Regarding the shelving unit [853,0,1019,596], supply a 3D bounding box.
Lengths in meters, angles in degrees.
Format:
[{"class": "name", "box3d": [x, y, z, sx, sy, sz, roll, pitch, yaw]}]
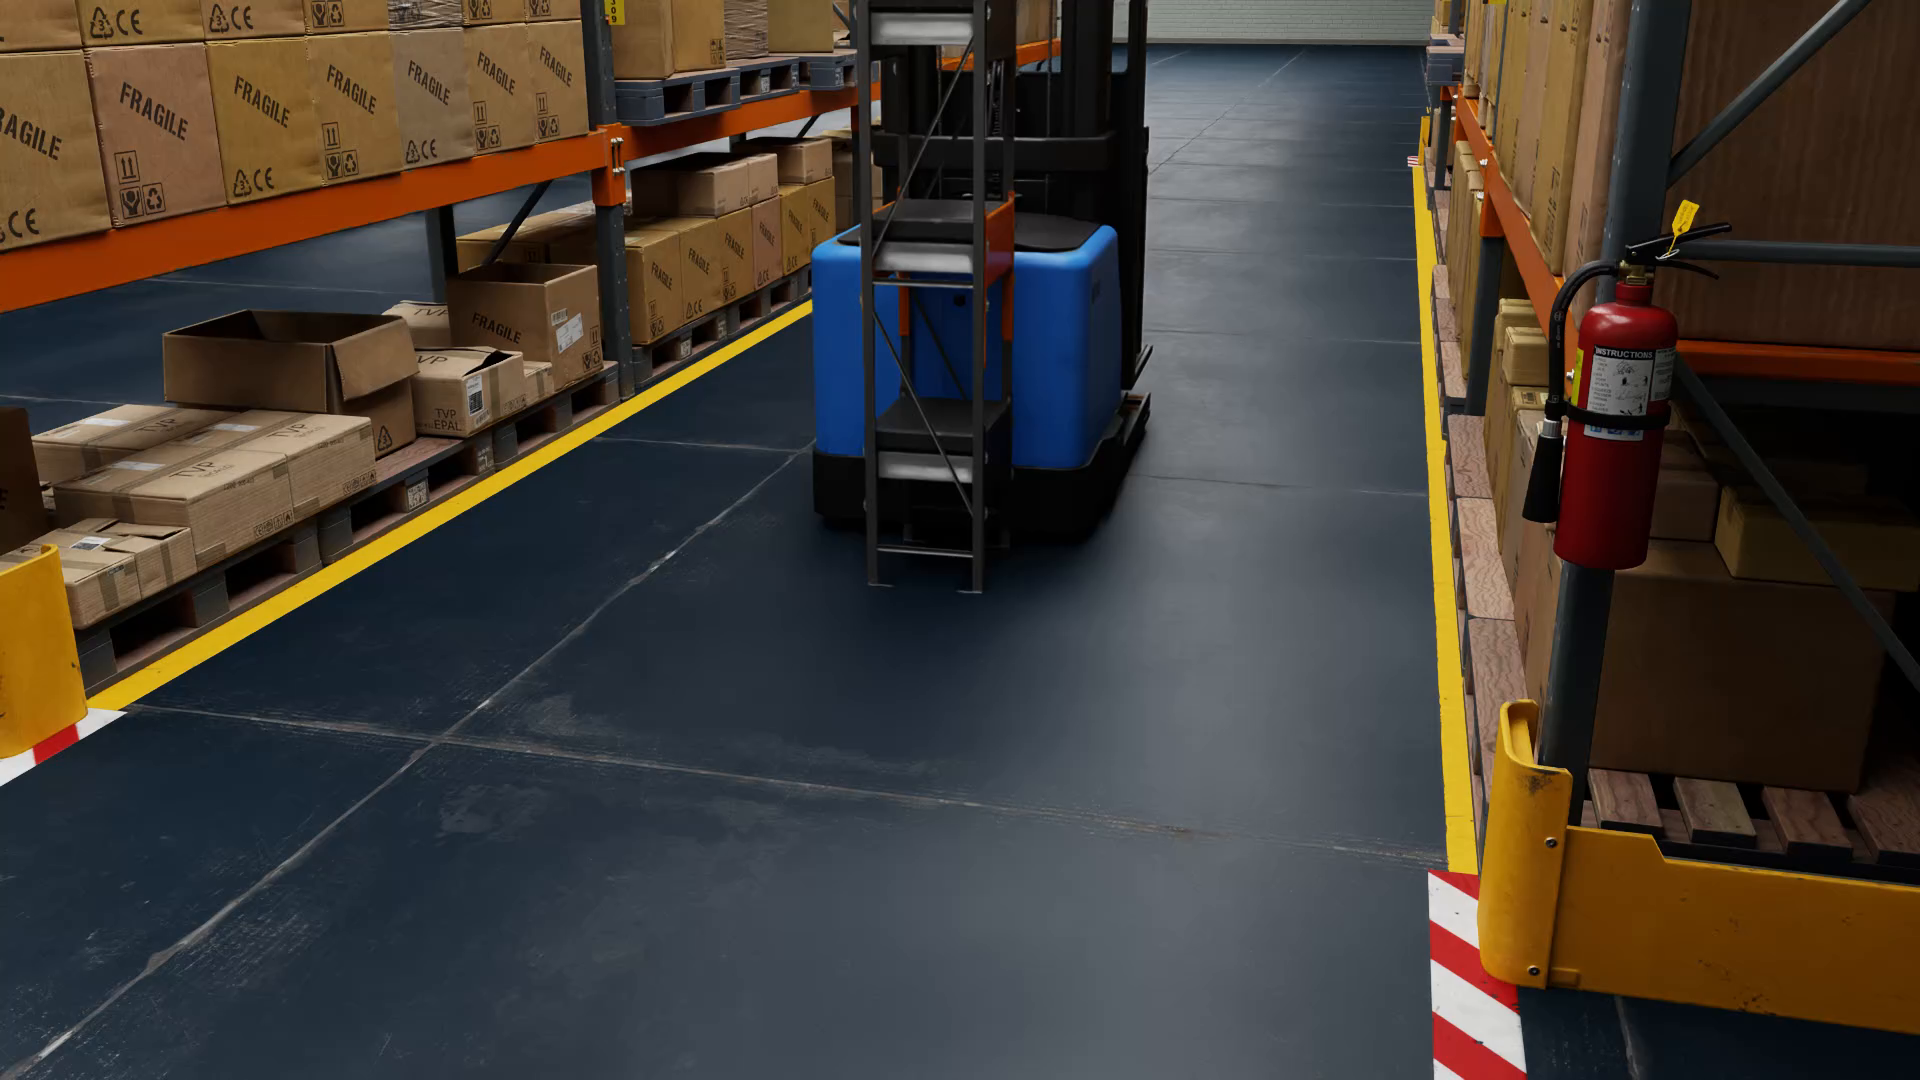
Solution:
[{"class": "shelving unit", "box3d": [-0.066, -0.896, 5.562, 0.431, 2.100, 0.503, 4, 19, 12]}]

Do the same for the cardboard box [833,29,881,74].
[{"class": "cardboard box", "box3d": [-0.733, -3.632, 12.317, 0.500, 0.311, 0.500, 4, 19, 13]}]

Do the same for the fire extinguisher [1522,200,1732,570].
[{"class": "fire extinguisher", "box3d": [1.226, -0.287, 3.085, 0.296, 0.674, 0.183, 5, 19, 13]}]

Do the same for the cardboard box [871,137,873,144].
[{"class": "cardboard box", "box3d": [-0.480, -3.038, 13.177, 0.500, 0.311, 0.500, 4, 19, 12]}]

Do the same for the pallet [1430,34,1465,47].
[{"class": "pallet", "box3d": [4.315, -3.954, 13.419, 1.003, 0.211, 1.213, 5, 19, 13]}]

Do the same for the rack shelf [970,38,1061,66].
[{"class": "rack shelf", "box3d": [0.327, -4.949, 17.149, 1.077, 0.370, 4.000, 5, 19, 13]}]

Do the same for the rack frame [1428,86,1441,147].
[{"class": "rack frame", "box3d": [5.620, -5.526, 17.726, 1.000, 3.000, 0.127, 5, 19, 13]}]

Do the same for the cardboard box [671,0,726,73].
[{"class": "cardboard box", "box3d": [-1.677, -2.752, 8.801, 0.700, 0.500, 0.500, 8, 20, 22]}]

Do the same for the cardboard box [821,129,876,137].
[{"class": "cardboard box", "box3d": [-0.879, -3.234, 13.750, 0.500, 0.311, 0.500, 5, 20, 15]}]

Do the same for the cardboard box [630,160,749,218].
[{"class": "cardboard box", "box3d": [-1.518, -1.981, 9.373, 0.500, 0.250, 0.500, 5, 19, 13]}]

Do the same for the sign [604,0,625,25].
[{"class": "sign", "box3d": [-1.589, -2.524, 7.598, 0.100, 0.325, 0.005, 5, 19, 13]}]

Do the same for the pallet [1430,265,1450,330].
[{"class": "pallet", "box3d": [3.399, -1.458, 10.129, 1.003, 0.211, 1.213, 5, 19, 13]}]

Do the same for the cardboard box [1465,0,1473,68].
[{"class": "cardboard box", "box3d": [3.298, -3.084, 9.931, 0.500, 0.500, 0.500, 5, 20, 15]}]

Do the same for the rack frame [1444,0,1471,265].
[{"class": "rack frame", "box3d": [3.665, -3.019, 10.385, 1.000, 3.000, 0.127, 5, 19, 13]}]

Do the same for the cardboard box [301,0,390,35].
[{"class": "cardboard box", "box3d": [-2.359, -2.020, 5.760, 0.500, 0.500, 0.500, 4, 19, 13]}]

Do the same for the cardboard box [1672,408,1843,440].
[{"class": "cardboard box", "box3d": [2.133, -0.244, 4.474, 0.380, 0.149, 0.250, 5, 19, 14]}]

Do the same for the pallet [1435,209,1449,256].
[{"class": "pallet", "box3d": [4.158, -2.325, 12.668, 1.003, 0.211, 1.213, 5, 19, 13]}]

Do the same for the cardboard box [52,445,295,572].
[{"class": "cardboard box", "box3d": [-2.564, -0.113, 5.451, 0.500, 0.250, 0.500, 5, 19, 13]}]

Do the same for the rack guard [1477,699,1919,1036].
[{"class": "rack guard", "box3d": [1.705, 0.679, 3.426, 1.175, 0.500, 0.348, 5, 19, 13]}]

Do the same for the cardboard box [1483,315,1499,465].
[{"class": "cardboard box", "box3d": [2.406, -0.554, 6.388, 0.700, 0.500, 0.500, 5, 19, 14]}]

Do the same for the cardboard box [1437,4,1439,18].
[{"class": "cardboard box", "box3d": [4.834, -5.215, 15.857, 0.500, 0.500, 0.500, 5, 20, 15]}]

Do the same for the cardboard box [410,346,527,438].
[{"class": "cardboard box", "box3d": [-2.164, -0.655, 6.943, 0.500, 0.311, 0.500, 5, 19, 13]}]

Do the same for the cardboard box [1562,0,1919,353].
[{"class": "cardboard box", "box3d": [1.825, -0.814, 3.465, 0.980, 0.700, 0.700, 6, 20, 16]}]

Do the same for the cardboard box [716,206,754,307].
[{"class": "cardboard box", "box3d": [-1.513, -1.637, 9.525, 0.500, 0.500, 0.500, 5, 19, 14]}]

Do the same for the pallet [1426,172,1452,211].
[{"class": "pallet", "box3d": [4.772, -3.166, 15.130, 1.003, 0.211, 1.213, 5, 19, 13]}]

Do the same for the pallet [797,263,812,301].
[{"class": "pallet", "box3d": [-1.358, -1.858, 11.301, 1.003, 0.211, 1.213, 5, 19, 13]}]

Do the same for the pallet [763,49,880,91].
[{"class": "pallet", "box3d": [-1.237, -3.100, 10.919, 1.213, 0.211, 1.003, 5, 19, 13]}]

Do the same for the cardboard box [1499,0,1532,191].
[{"class": "cardboard box", "box3d": [2.356, -1.510, 5.503, 0.980, 0.700, 0.700, 4, 19, 12]}]

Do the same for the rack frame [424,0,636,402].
[{"class": "rack frame", "box3d": [-2.117, -2.155, 7.856, 1.000, 3.000, 0.127, 5, 19, 13]}]

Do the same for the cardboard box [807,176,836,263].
[{"class": "cardboard box", "box3d": [-1.140, -2.122, 10.947, 0.500, 0.500, 0.500, 5, 20, 16]}]

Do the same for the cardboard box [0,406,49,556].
[{"class": "cardboard box", "box3d": [-3.200, -0.116, 5.074, 0.500, 0.500, 0.500, 5, 19, 13]}]

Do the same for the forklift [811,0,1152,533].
[{"class": "forklift", "box3d": [0.266, -1.853, 7.077, 1.130, 2.935, 3.031, 4, 19, 12]}]

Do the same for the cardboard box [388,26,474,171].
[{"class": "cardboard box", "box3d": [-2.238, -1.702, 6.377, 0.500, 0.500, 0.500, 5, 20, 15]}]

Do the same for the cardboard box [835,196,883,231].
[{"class": "cardboard box", "box3d": [-0.727, -2.447, 12.316, 0.500, 0.250, 0.500, 5, 19, 13]}]

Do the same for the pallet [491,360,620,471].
[{"class": "pallet", "box3d": [-2.285, -0.620, 7.677, 1.003, 0.211, 1.213, 5, 19, 13]}]

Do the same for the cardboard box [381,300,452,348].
[{"class": "cardboard box", "box3d": [-2.429, -0.976, 7.884, 0.500, 0.311, 0.500, 5, 19, 13]}]

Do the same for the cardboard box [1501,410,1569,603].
[{"class": "cardboard box", "box3d": [2.029, -0.069, 4.966, 0.700, 0.500, 0.500, 4, 19, 12]}]

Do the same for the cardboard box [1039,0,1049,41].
[{"class": "cardboard box", "box3d": [0.565, -5.653, 17.943, 0.700, 0.500, 0.500, 5, 20, 15]}]

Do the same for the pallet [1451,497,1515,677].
[{"class": "pallet", "box3d": [2.130, 0.170, 5.362, 1.003, 0.211, 1.213, 5, 19, 13]}]

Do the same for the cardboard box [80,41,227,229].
[{"class": "cardboard box", "box3d": [-2.609, -1.229, 4.990, 0.500, 0.500, 0.500, 4, 19, 13]}]

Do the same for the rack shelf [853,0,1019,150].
[{"class": "rack shelf", "box3d": [-0.066, -1.545, 5.340, 0.431, 0.518, 0.480, 4, 19, 12]}]

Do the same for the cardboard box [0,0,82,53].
[{"class": "cardboard box", "box3d": [-2.730, -1.540, 4.354, 0.500, 0.500, 0.500, 5, 20, 15]}]

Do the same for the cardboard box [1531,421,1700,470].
[{"class": "cardboard box", "box3d": [1.701, -0.196, 4.335, 0.380, 0.149, 0.250, 5, 20, 15]}]

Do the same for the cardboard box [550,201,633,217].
[{"class": "cardboard box", "box3d": [-2.022, -1.669, 9.620, 0.500, 0.500, 0.500, 5, 19, 14]}]

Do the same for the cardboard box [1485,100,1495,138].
[{"class": "cardboard box", "box3d": [2.535, -1.865, 7.364, 0.380, 0.149, 0.250, 5, 19, 14]}]

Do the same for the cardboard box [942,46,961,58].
[{"class": "cardboard box", "box3d": [-0.199, -4.309, 14.370, 0.396, 0.266, 0.258, 4, 19, 12]}]

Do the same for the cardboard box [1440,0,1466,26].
[{"class": "cardboard box", "box3d": [4.458, -4.738, 14.460, 0.500, 0.500, 0.500, 5, 19, 13]}]

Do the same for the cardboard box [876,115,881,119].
[{"class": "cardboard box", "box3d": [-0.505, -3.715, 15.161, 0.500, 0.311, 0.500, 5, 19, 14]}]

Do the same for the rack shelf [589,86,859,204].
[{"class": "rack shelf", "box3d": [-1.628, -2.441, 9.808, 1.077, 0.370, 4.000, 5, 19, 13]}]

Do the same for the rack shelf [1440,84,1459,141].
[{"class": "rack shelf", "box3d": [4.154, -3.305, 12.336, 1.077, 0.370, 4.000, 5, 19, 13]}]

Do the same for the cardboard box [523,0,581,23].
[{"class": "cardboard box", "box3d": [-1.989, -2.497, 7.154, 0.500, 0.500, 0.500, 5, 19, 14]}]

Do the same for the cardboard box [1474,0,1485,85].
[{"class": "cardboard box", "box3d": [2.919, -2.601, 8.517, 0.500, 0.500, 0.500, 5, 20, 15]}]

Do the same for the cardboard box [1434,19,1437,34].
[{"class": "cardboard box", "box3d": [4.949, -5.014, 16.427, 0.500, 0.250, 0.500, 4, 19, 13]}]

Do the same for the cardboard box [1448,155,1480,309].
[{"class": "cardboard box", "box3d": [3.138, -1.706, 9.217, 0.750, 0.750, 0.750, 5, 19, 13]}]

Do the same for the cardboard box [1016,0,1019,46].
[{"class": "cardboard box", "box3d": [0.189, -5.172, 16.535, 0.700, 0.500, 0.500, 5, 19, 14]}]

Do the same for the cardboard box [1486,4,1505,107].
[{"class": "cardboard box", "box3d": [2.556, -2.127, 7.129, 0.500, 0.500, 0.500, 4, 19, 13]}]

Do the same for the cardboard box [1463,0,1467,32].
[{"class": "cardboard box", "box3d": [4.485, -4.371, 13.509, 0.700, 0.500, 0.500, 5, 19, 14]}]
